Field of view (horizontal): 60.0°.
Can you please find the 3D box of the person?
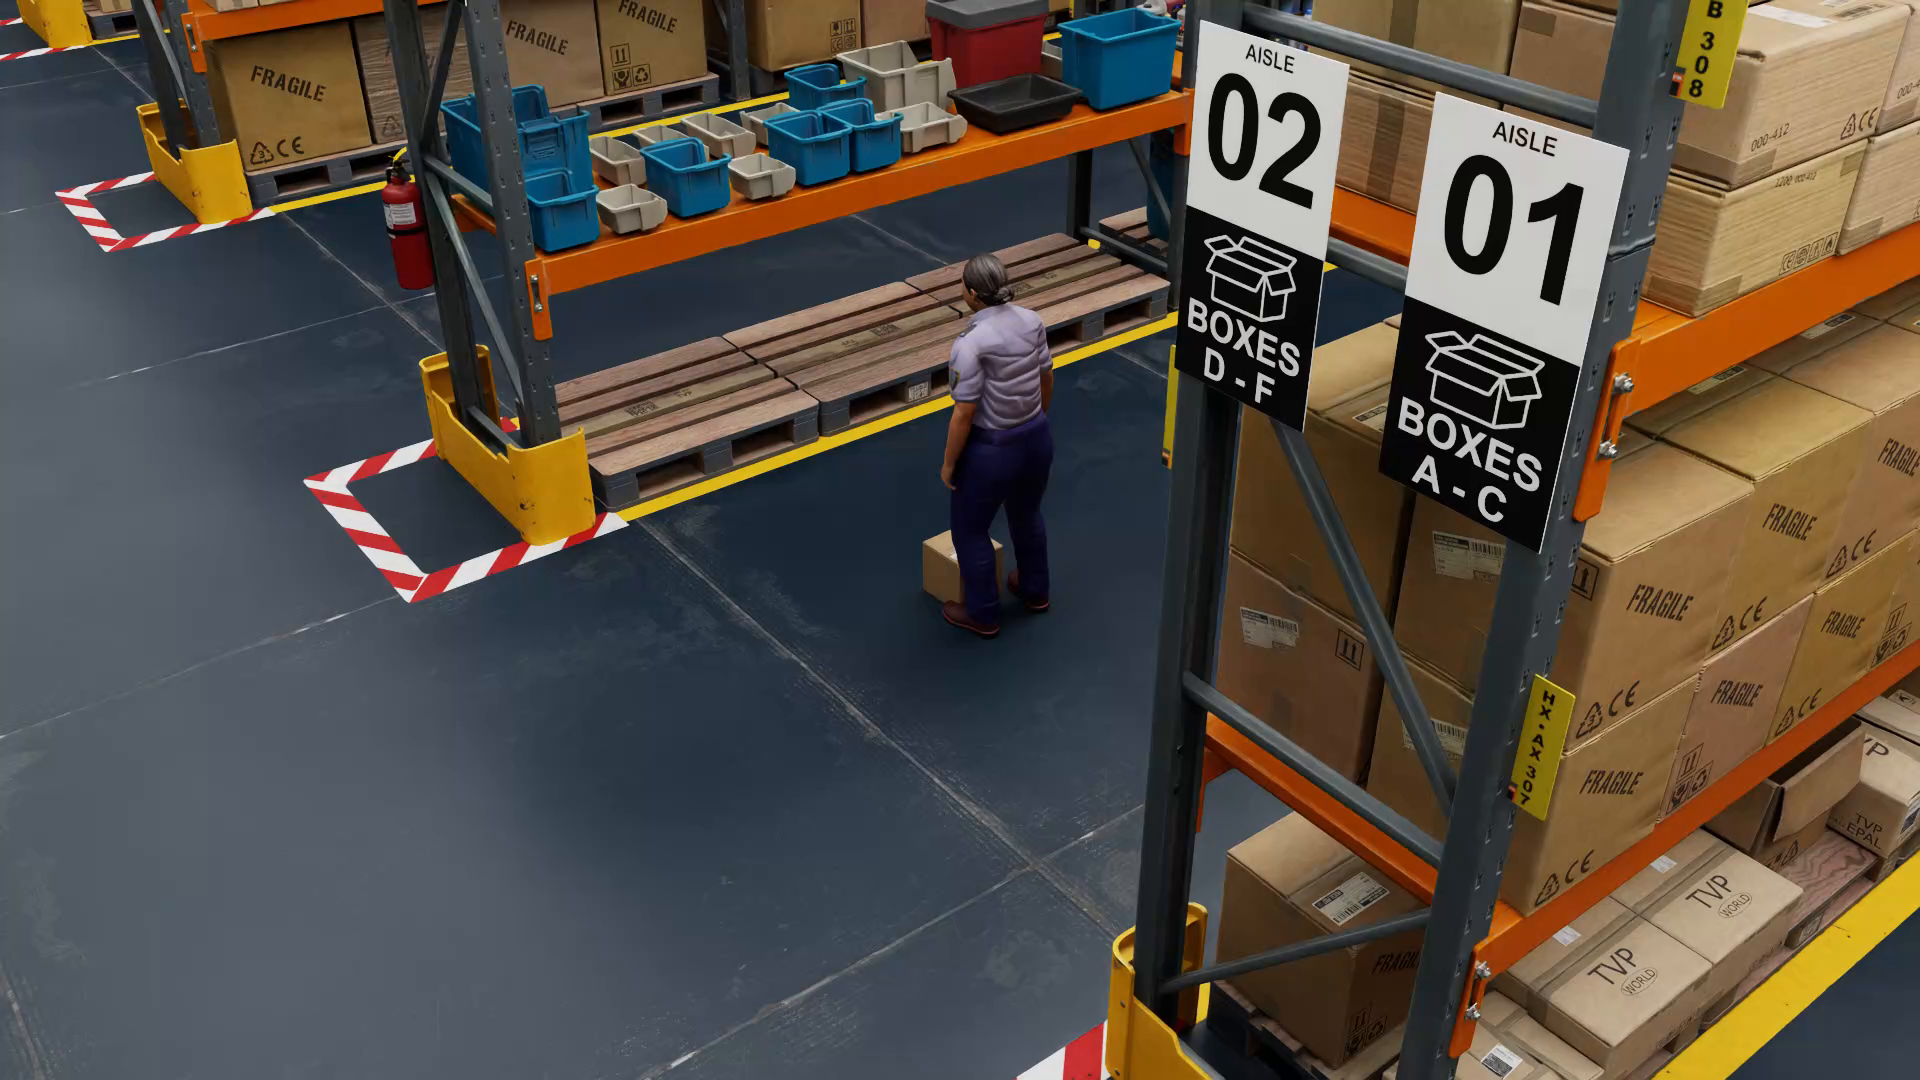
[{"bbox_3d":[0.165,-0.368,6.737,0.564,1.638,0.364,-25,40,-33],"label":"person"}]
